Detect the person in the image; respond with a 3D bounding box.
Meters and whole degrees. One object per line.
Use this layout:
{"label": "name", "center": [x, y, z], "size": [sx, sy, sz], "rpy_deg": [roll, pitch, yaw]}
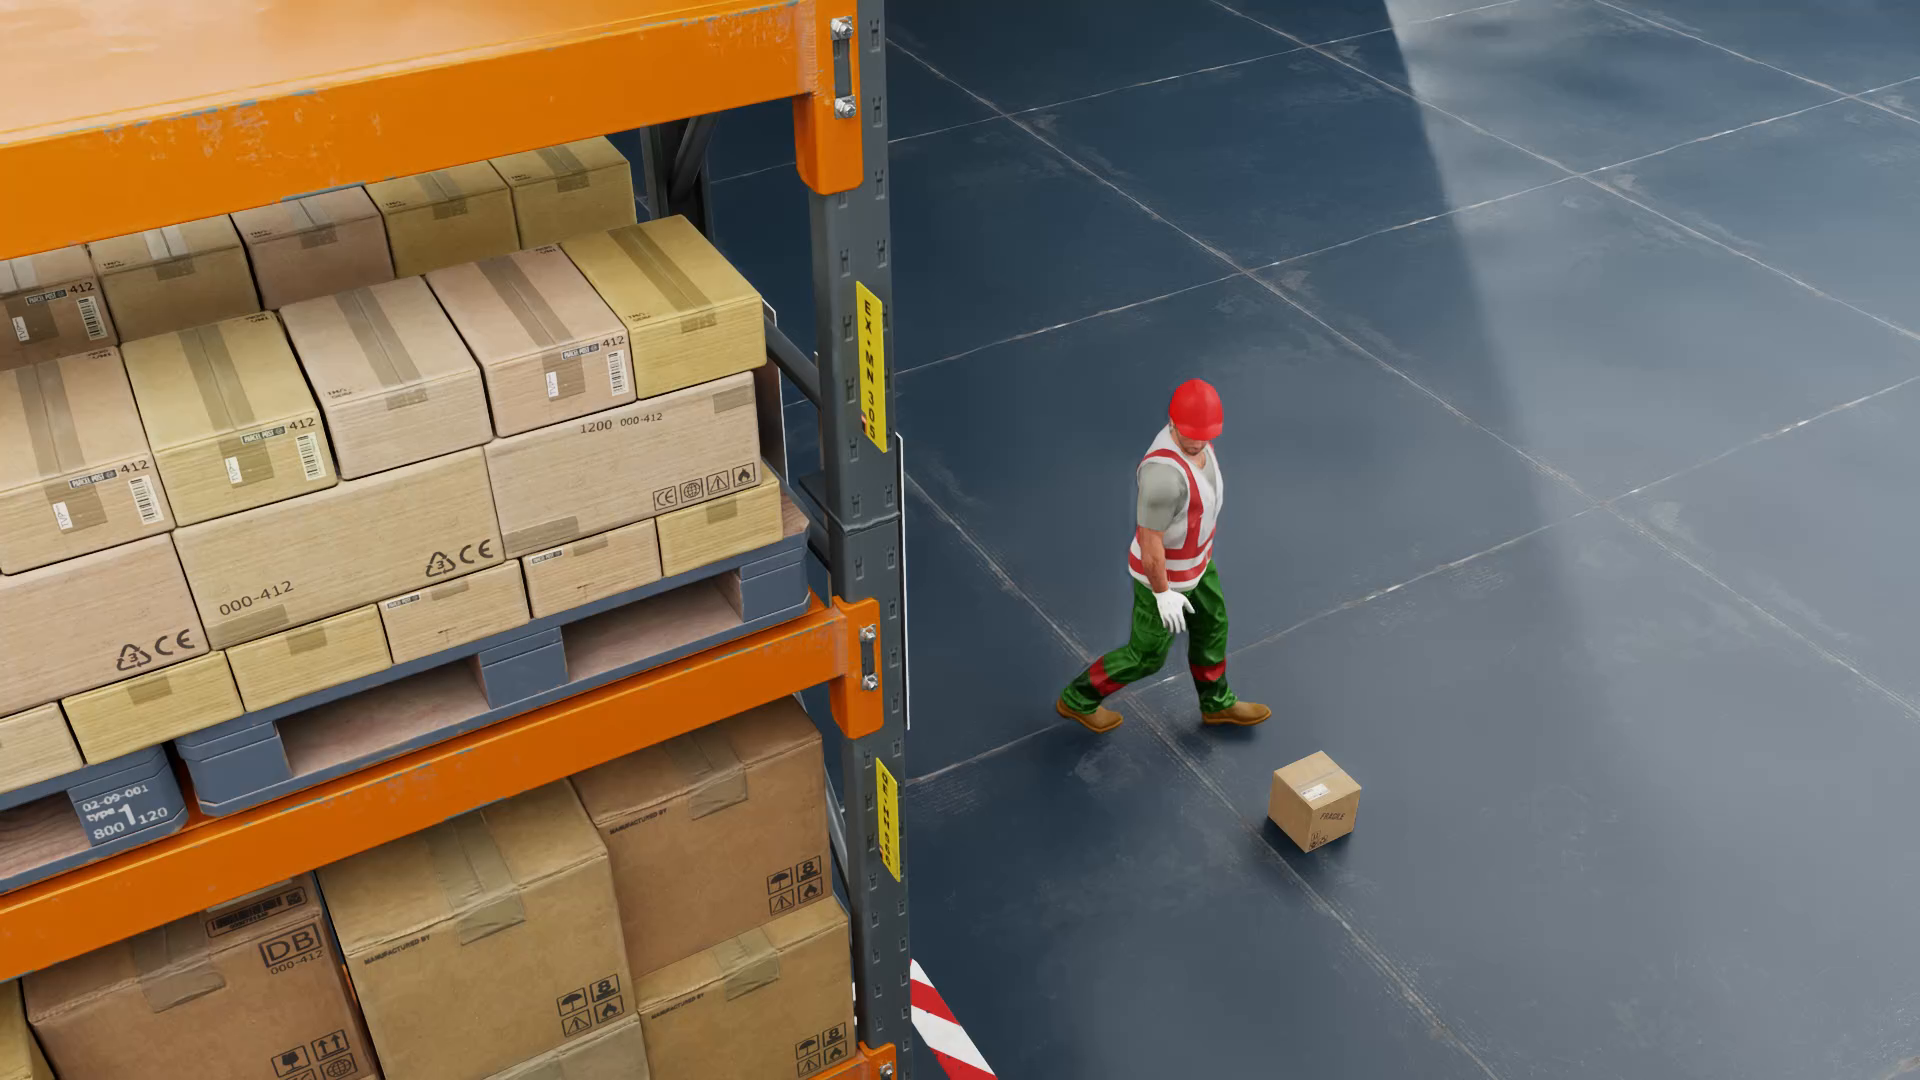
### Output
{"label": "person", "center": [0.881, 0.112, 6.757], "size": [0.871, 1.764, 0.588], "rpy_deg": [14, 39, 18]}
